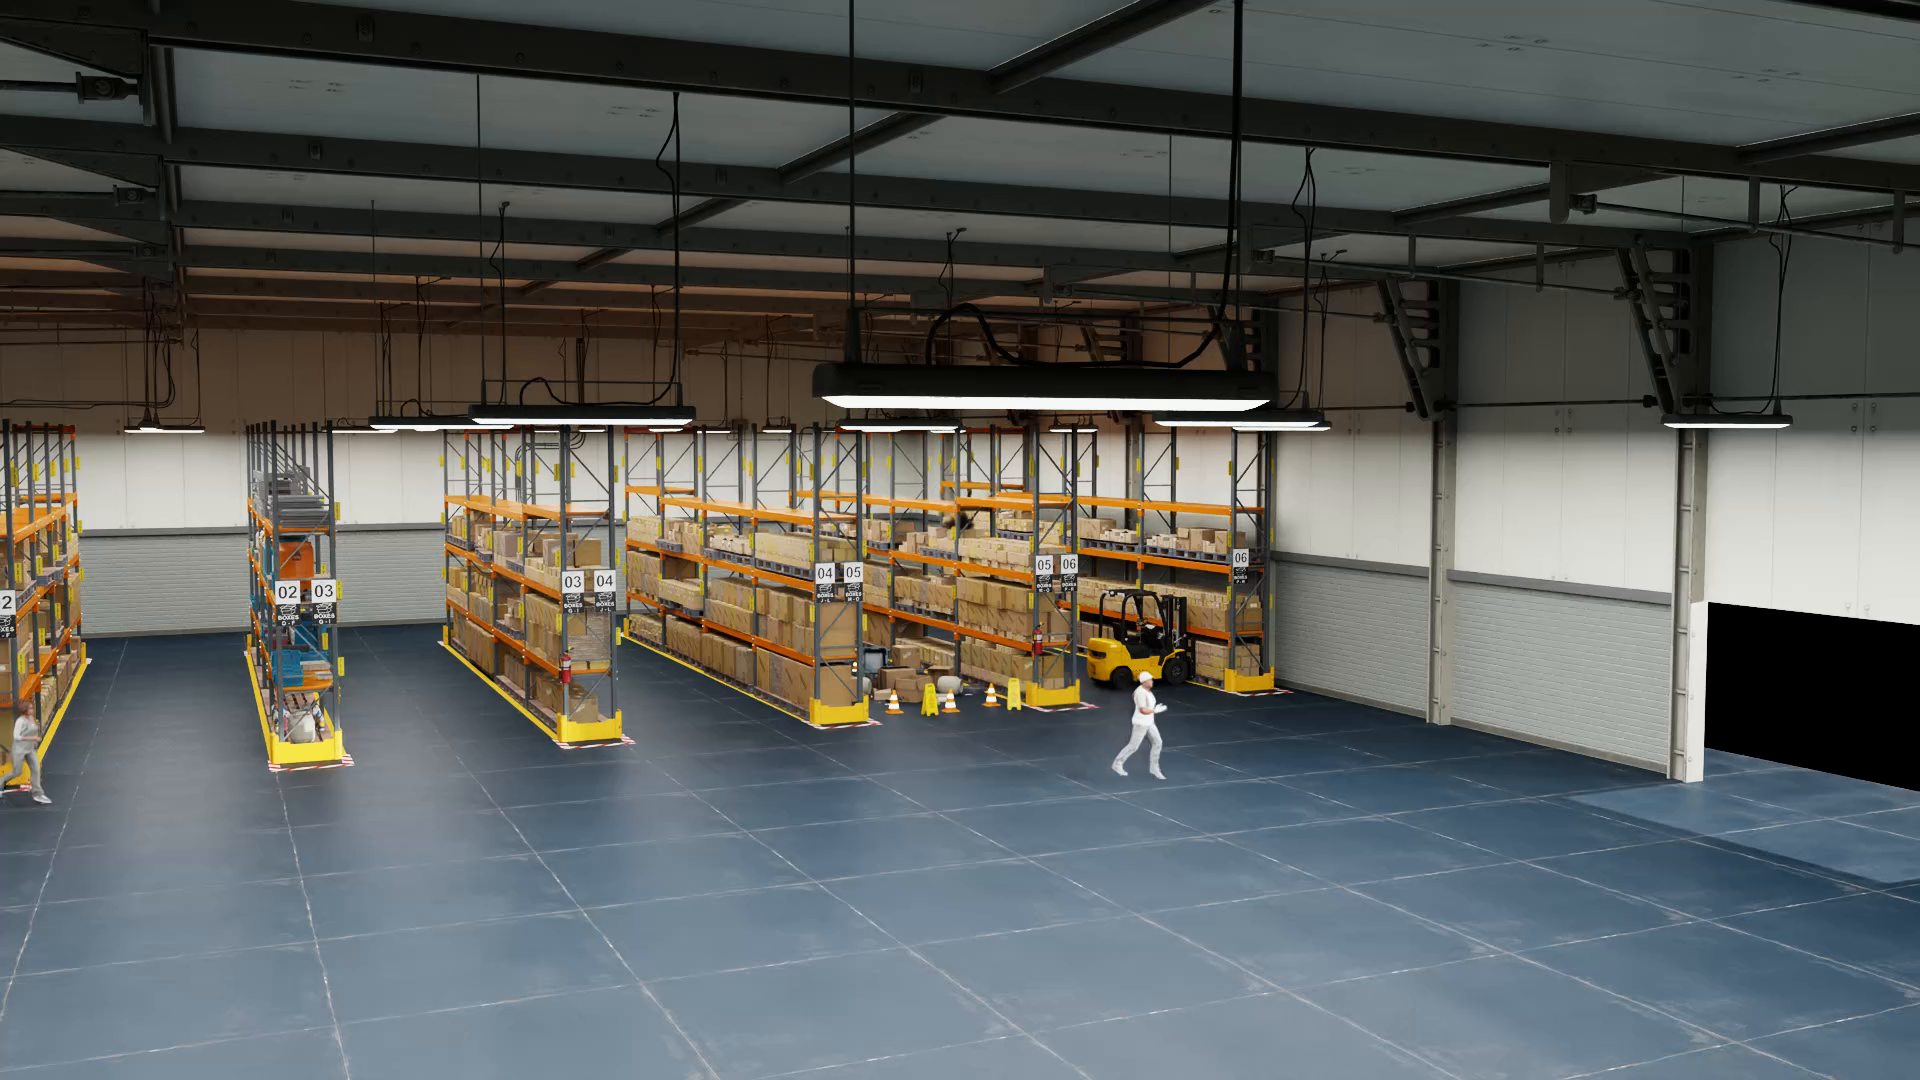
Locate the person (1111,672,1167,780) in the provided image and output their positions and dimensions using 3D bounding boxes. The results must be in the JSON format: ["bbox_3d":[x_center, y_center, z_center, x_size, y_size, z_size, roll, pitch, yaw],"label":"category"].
[{"bbox_3d":[3.013,3.097,27.748,0.926,1.830,0.695,1,4,21],"label":"person"}]

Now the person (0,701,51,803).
[{"bbox_3d":[-14.595,3.300,25.838,0.896,1.595,0.517,0,4,2],"label":"person"}]
